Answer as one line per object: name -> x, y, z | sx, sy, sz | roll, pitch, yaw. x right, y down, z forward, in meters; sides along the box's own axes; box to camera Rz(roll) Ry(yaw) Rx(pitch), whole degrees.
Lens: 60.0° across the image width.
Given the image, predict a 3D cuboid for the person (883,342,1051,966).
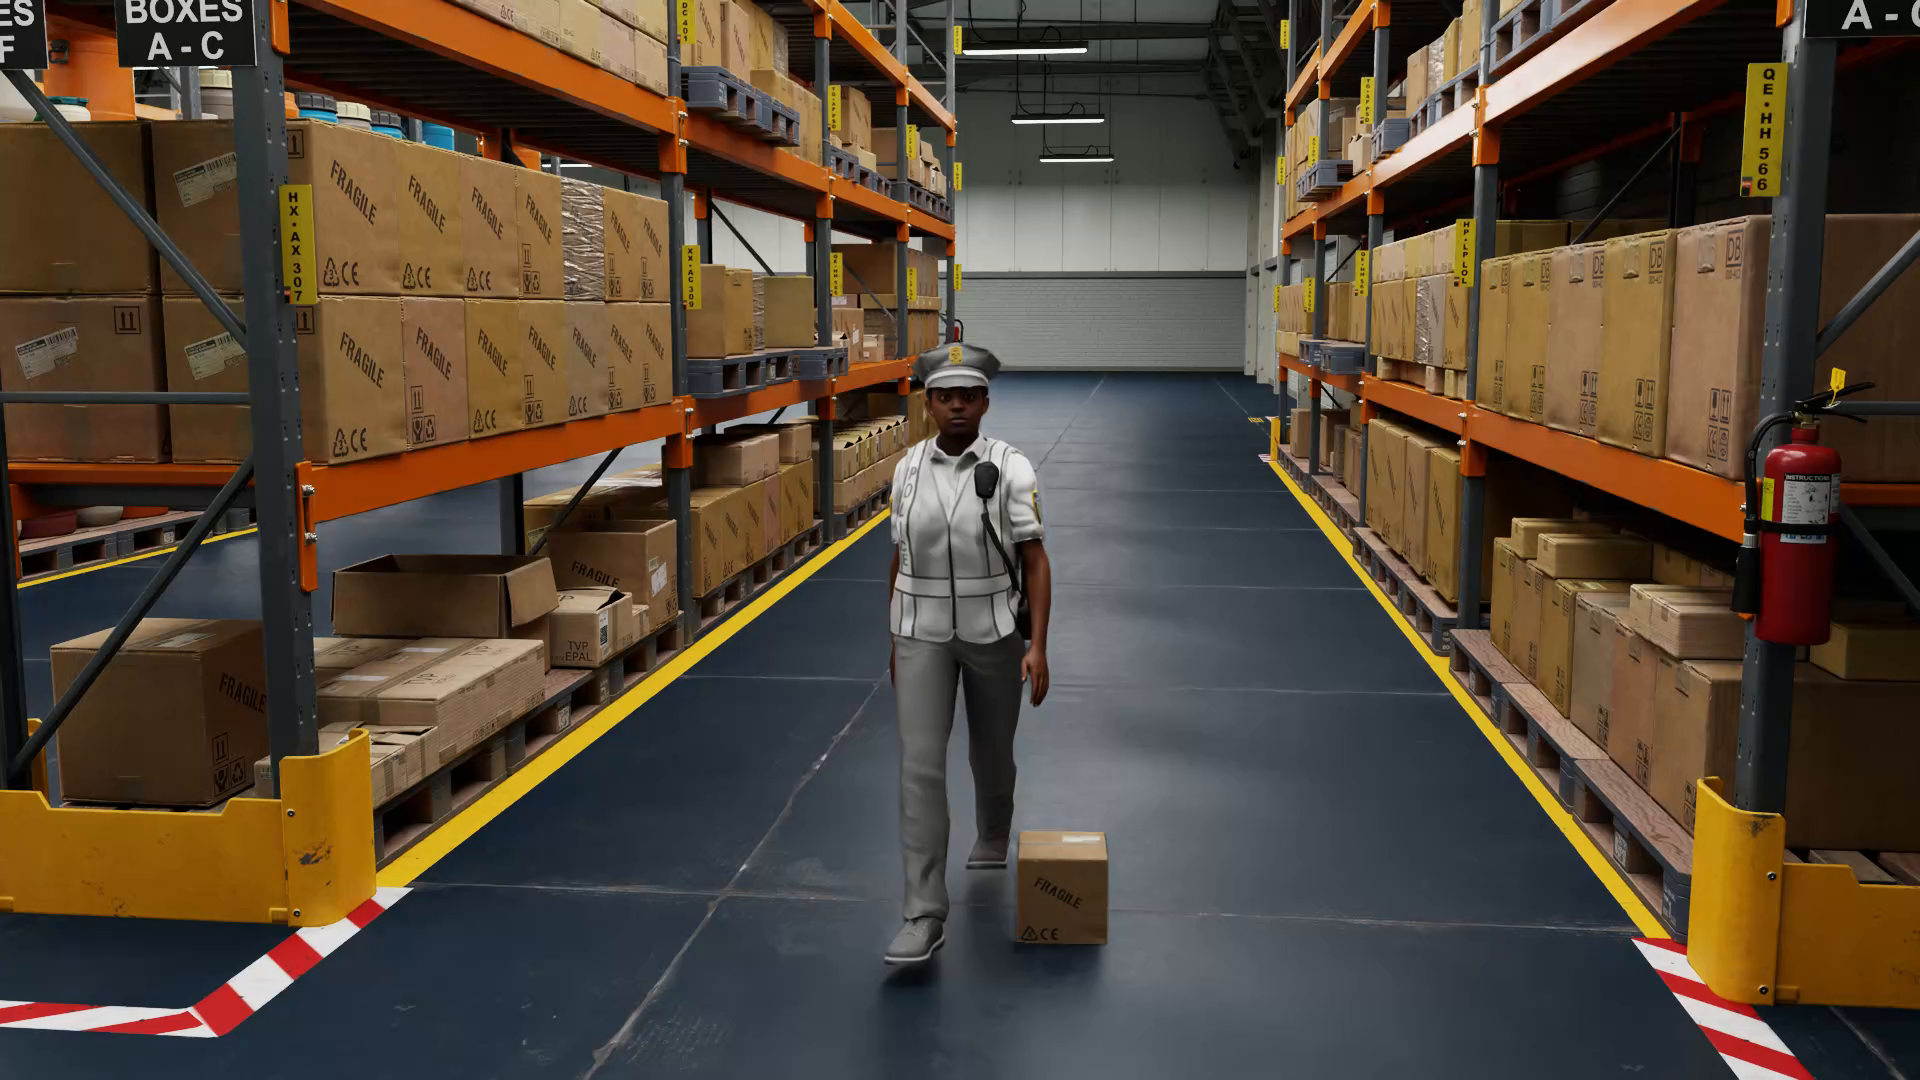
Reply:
person -> 0.018, 0.268, 4.681 | 0.480, 1.640, 0.992 | 1, 8, 5
